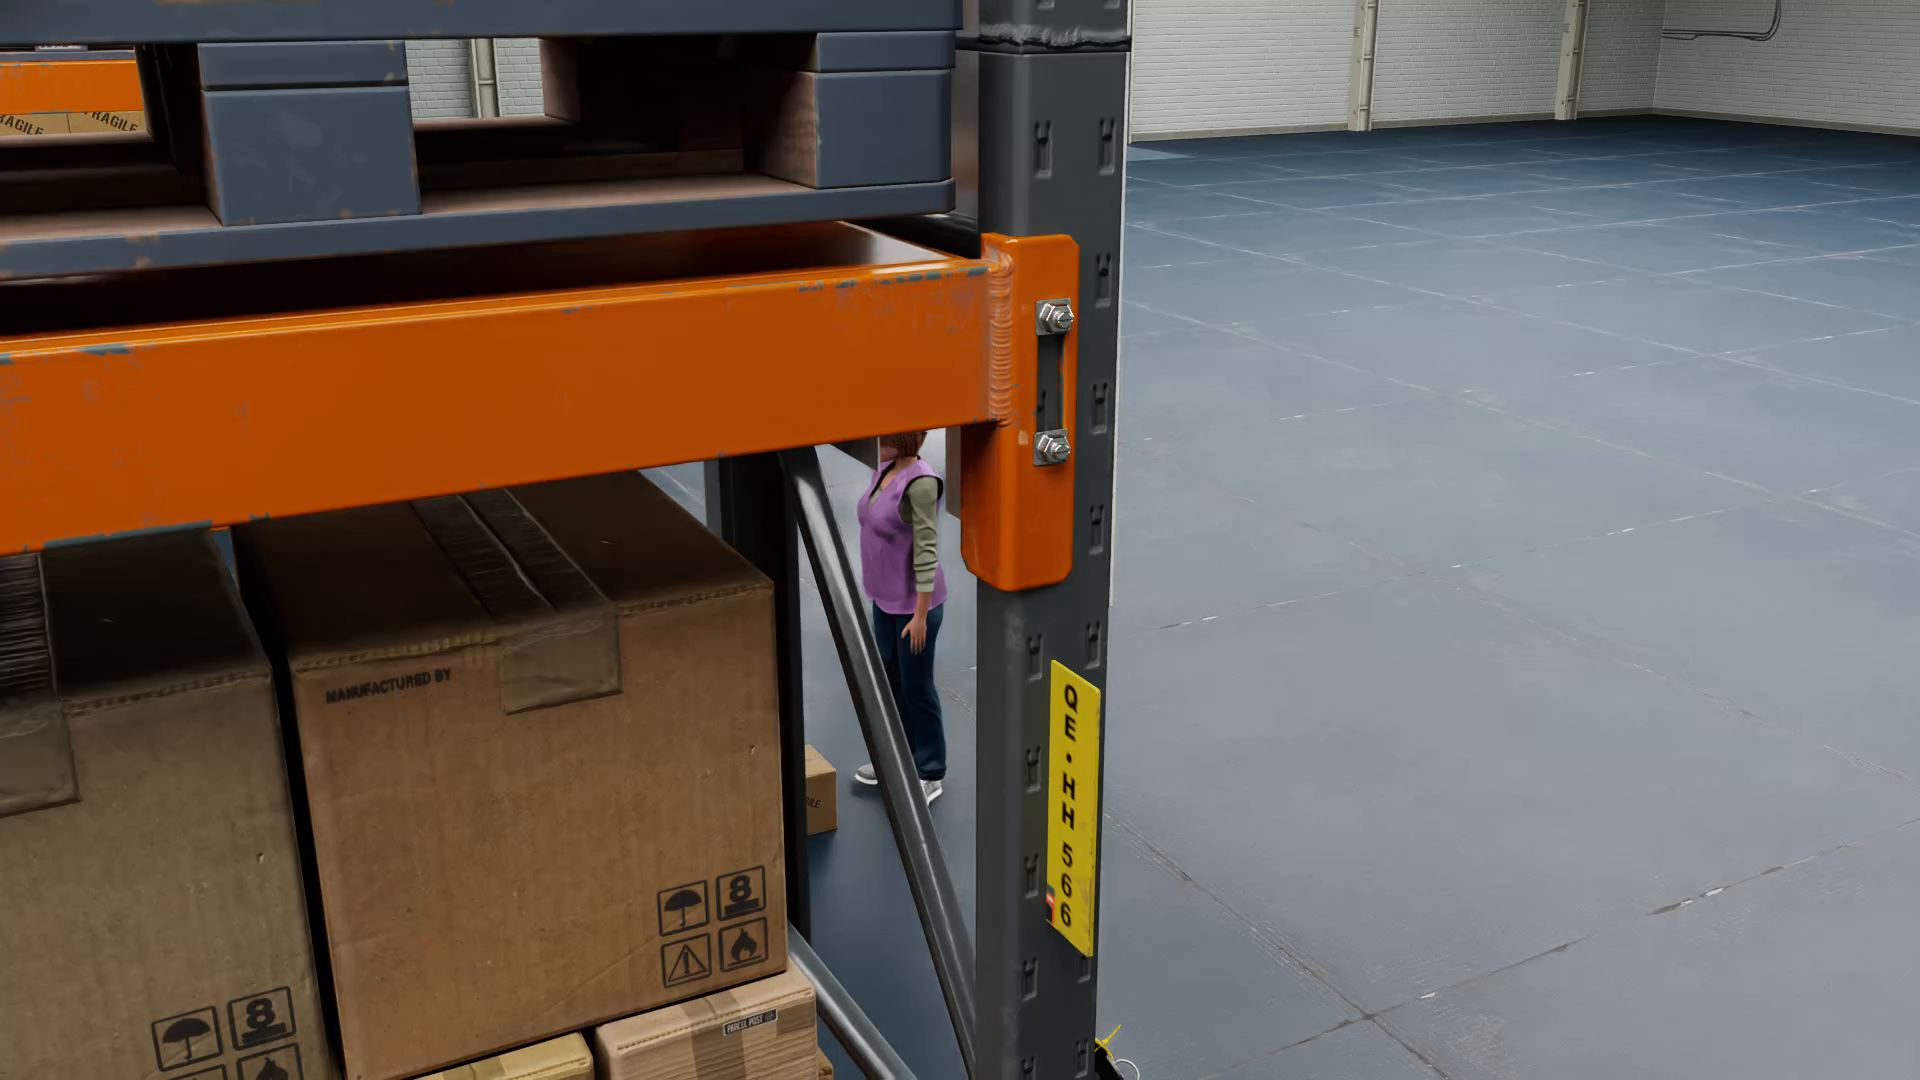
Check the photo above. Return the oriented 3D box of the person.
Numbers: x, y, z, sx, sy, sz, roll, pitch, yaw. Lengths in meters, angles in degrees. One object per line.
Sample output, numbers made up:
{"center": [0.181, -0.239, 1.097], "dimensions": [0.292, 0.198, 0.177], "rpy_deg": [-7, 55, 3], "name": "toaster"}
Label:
{"center": [-0.208, 0.246, 6.307], "dimensions": [0.313, 1.600, 0.433], "rpy_deg": [-9, 21, -25], "name": "person"}
